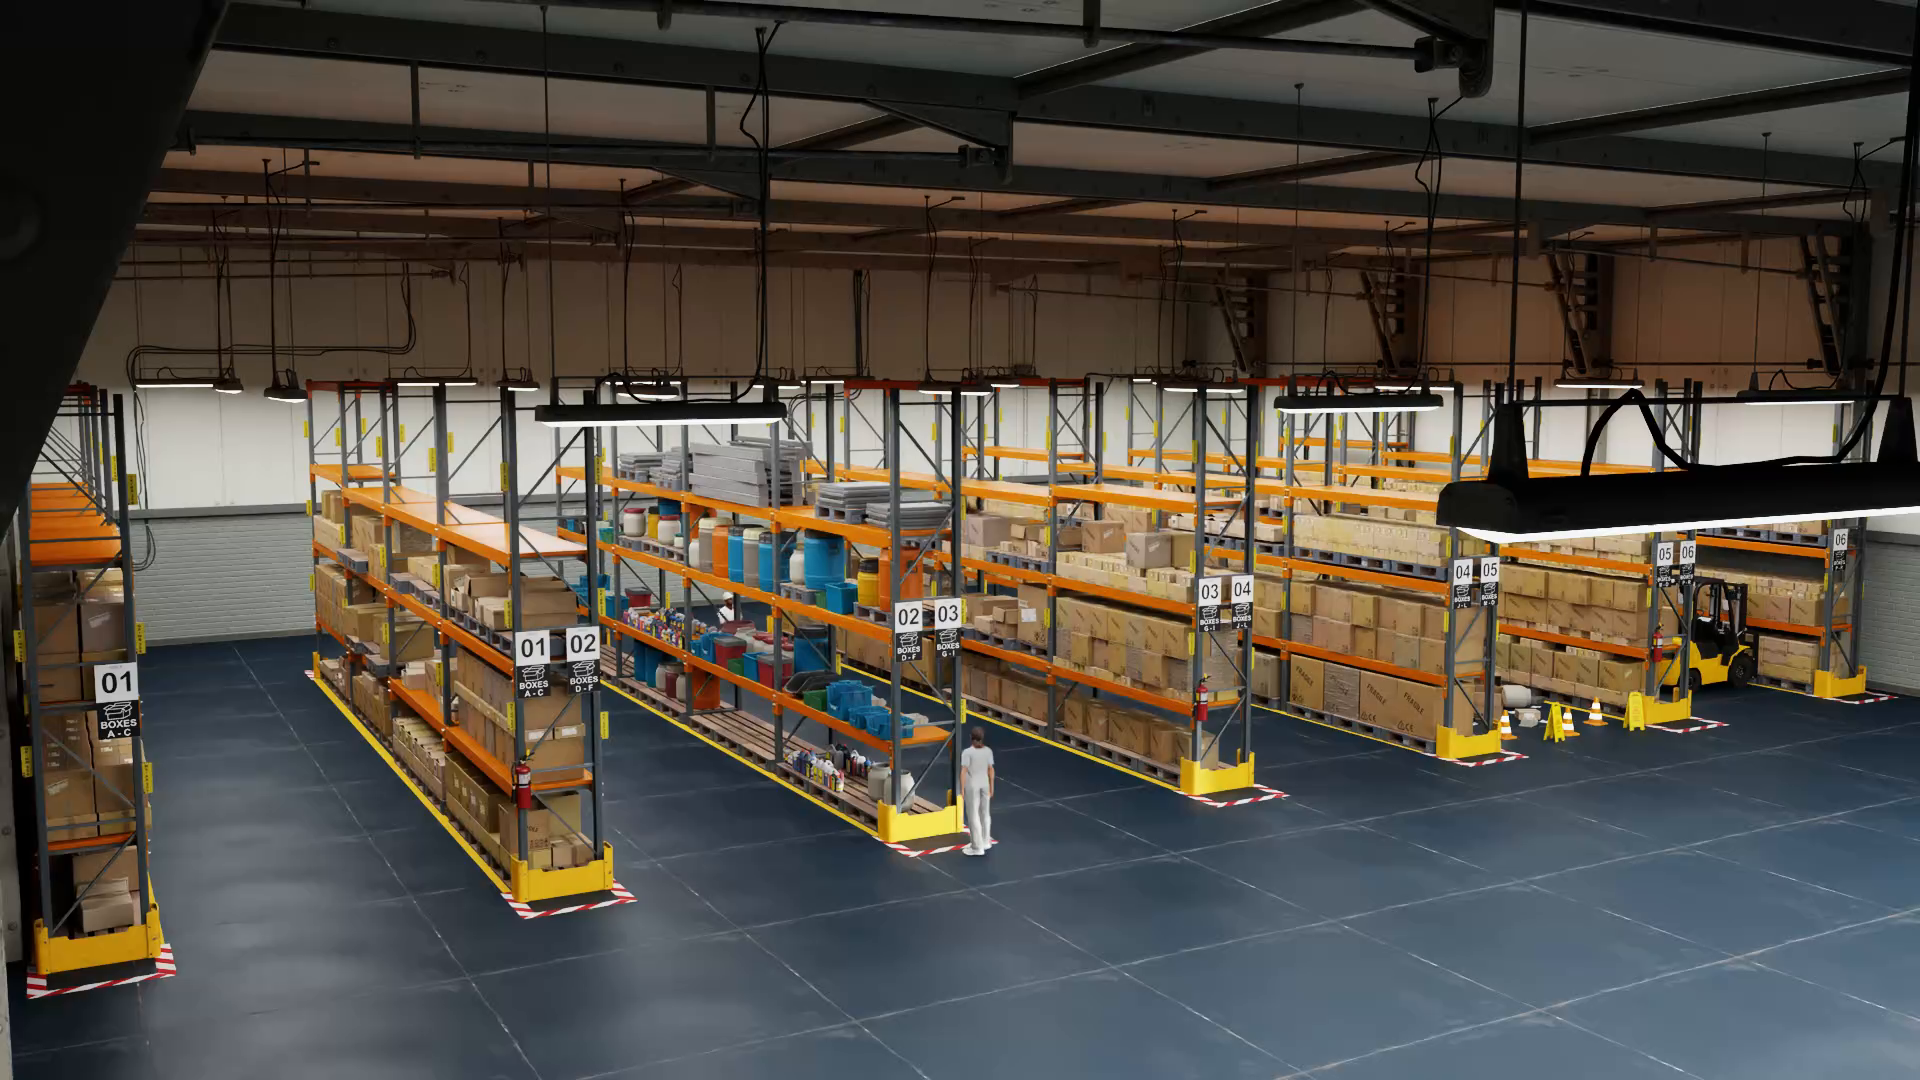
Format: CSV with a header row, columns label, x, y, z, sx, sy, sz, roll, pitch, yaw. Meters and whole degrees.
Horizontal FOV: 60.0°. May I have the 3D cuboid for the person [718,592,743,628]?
label,x,y,z,sx,sy,sz,roll,pitch,yaw
person,-4.476,1.905,33.281,0.558,1.743,0.665,6,8,42

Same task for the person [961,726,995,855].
label,x,y,z,sx,sy,sz,roll,pitch,yaw
person,0.198,3.220,21.501,0.473,1.691,0.493,-3,7,-28
